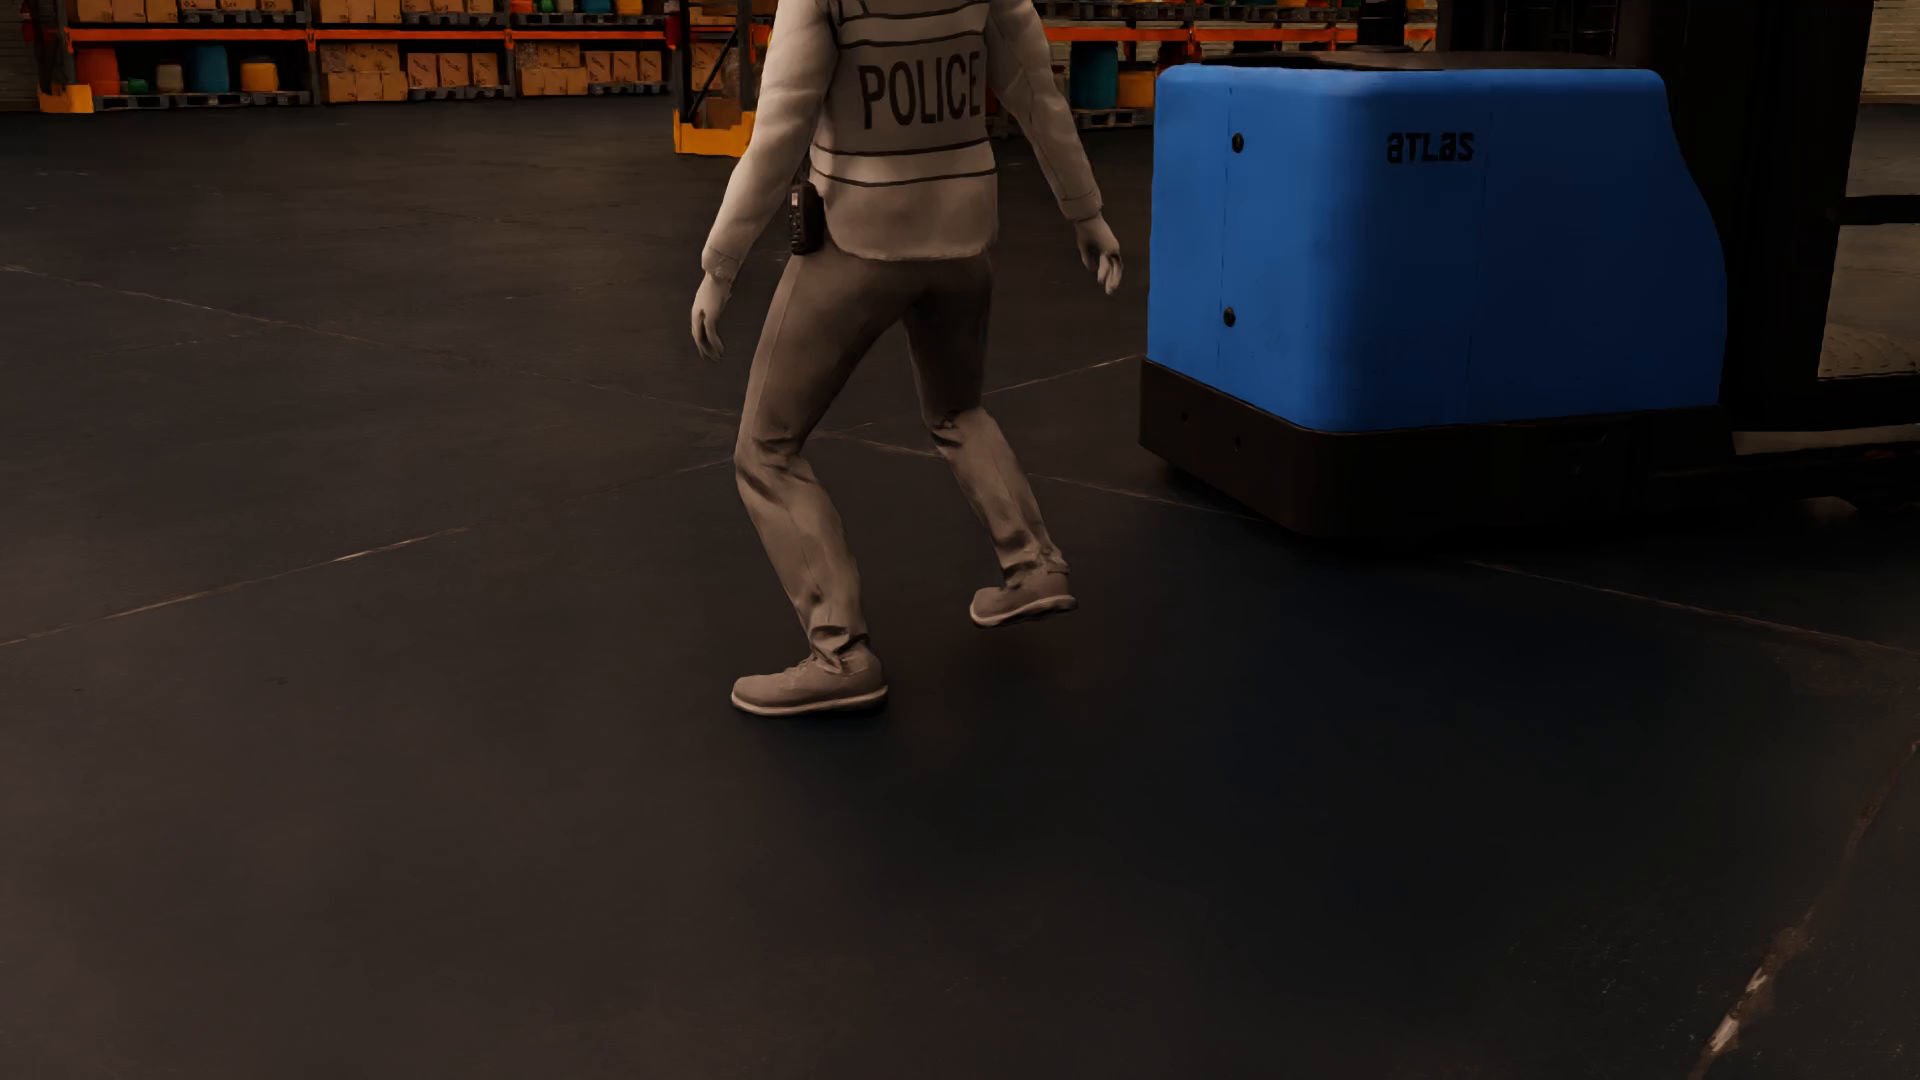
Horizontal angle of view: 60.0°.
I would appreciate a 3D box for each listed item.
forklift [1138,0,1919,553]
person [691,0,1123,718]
[{"bbox_3d":[2.065,-1.604,4.178,3.031,2.935,1.130,-5,18,-17],"label":"forklift"},{"bbox_3d":[-0.079,-0.520,2.962,0.817,1.587,0.460,-10,20,-31],"label":"person"}]
